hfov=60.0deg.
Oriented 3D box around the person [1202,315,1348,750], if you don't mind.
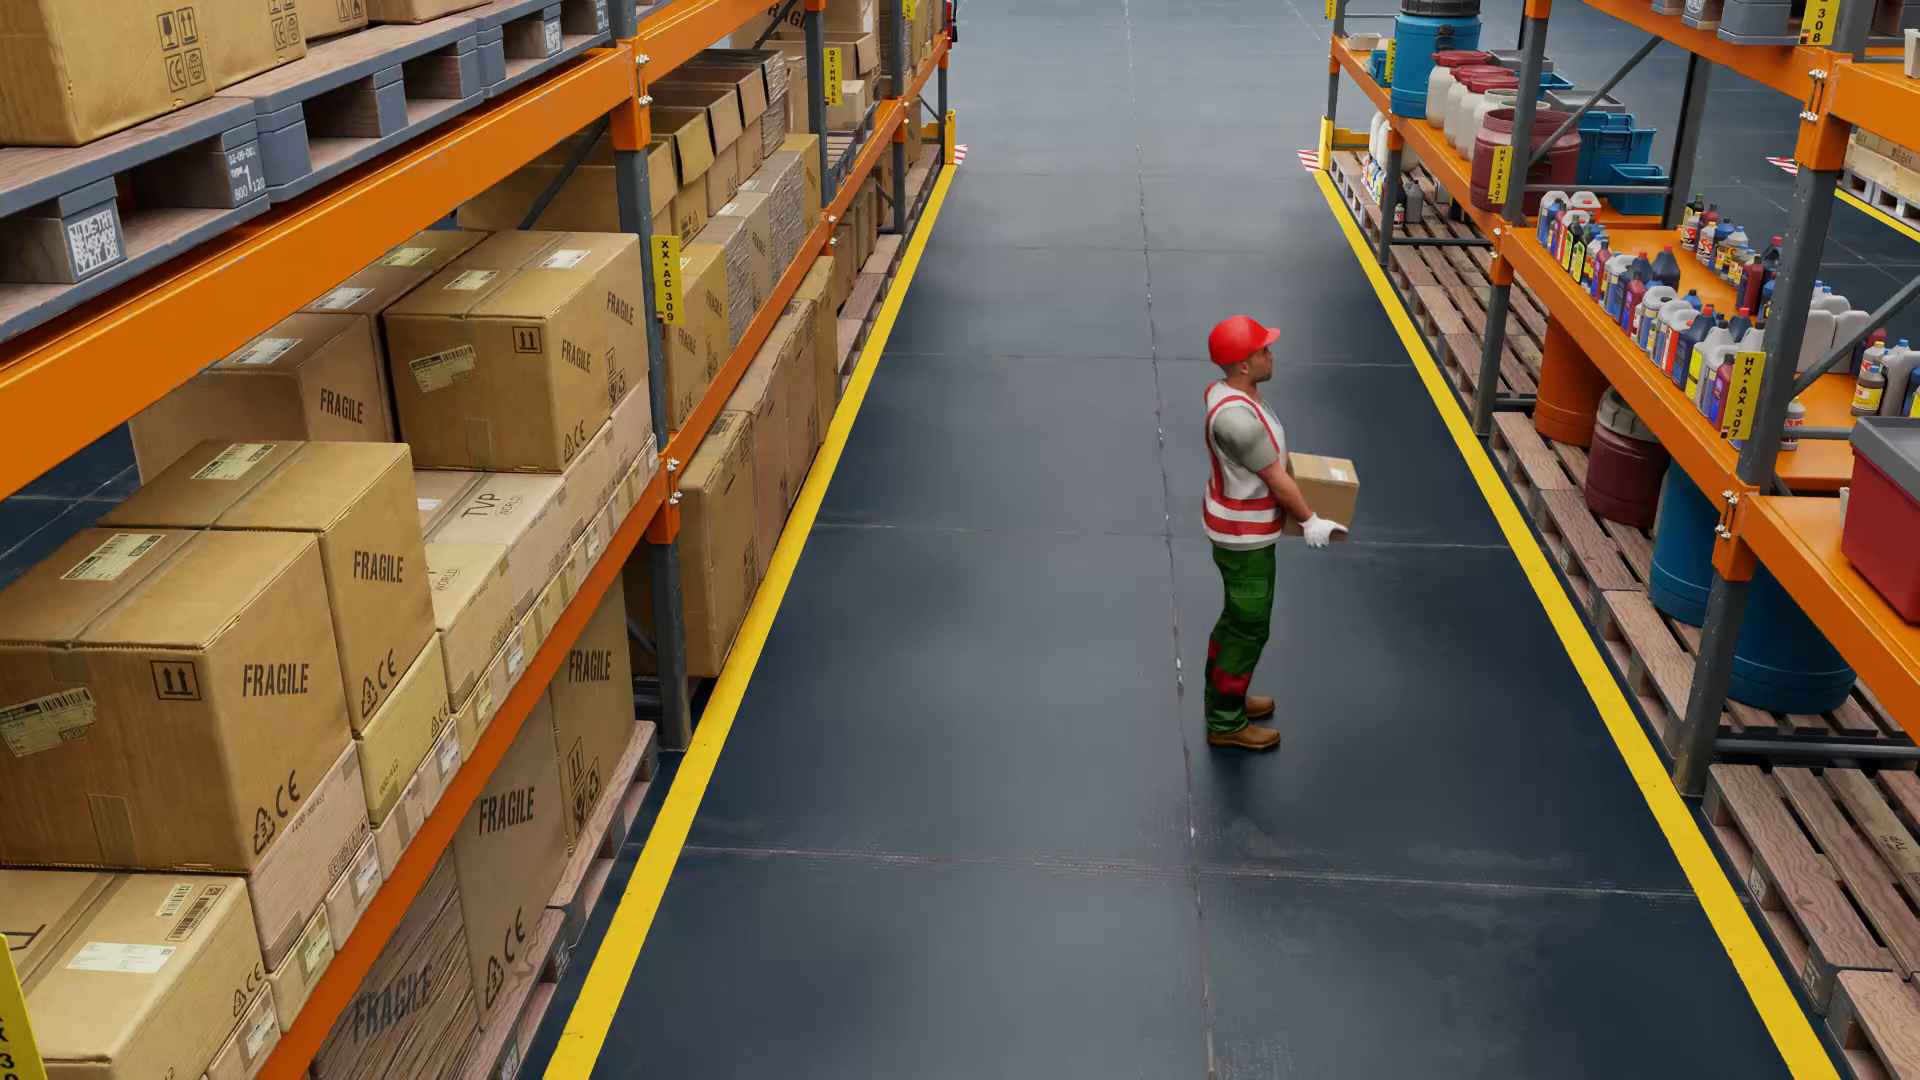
[{"bbox_3d":[1.233,-0.027,6.643,0.573,1.782,0.494,2,24,4],"label":"person"}]
